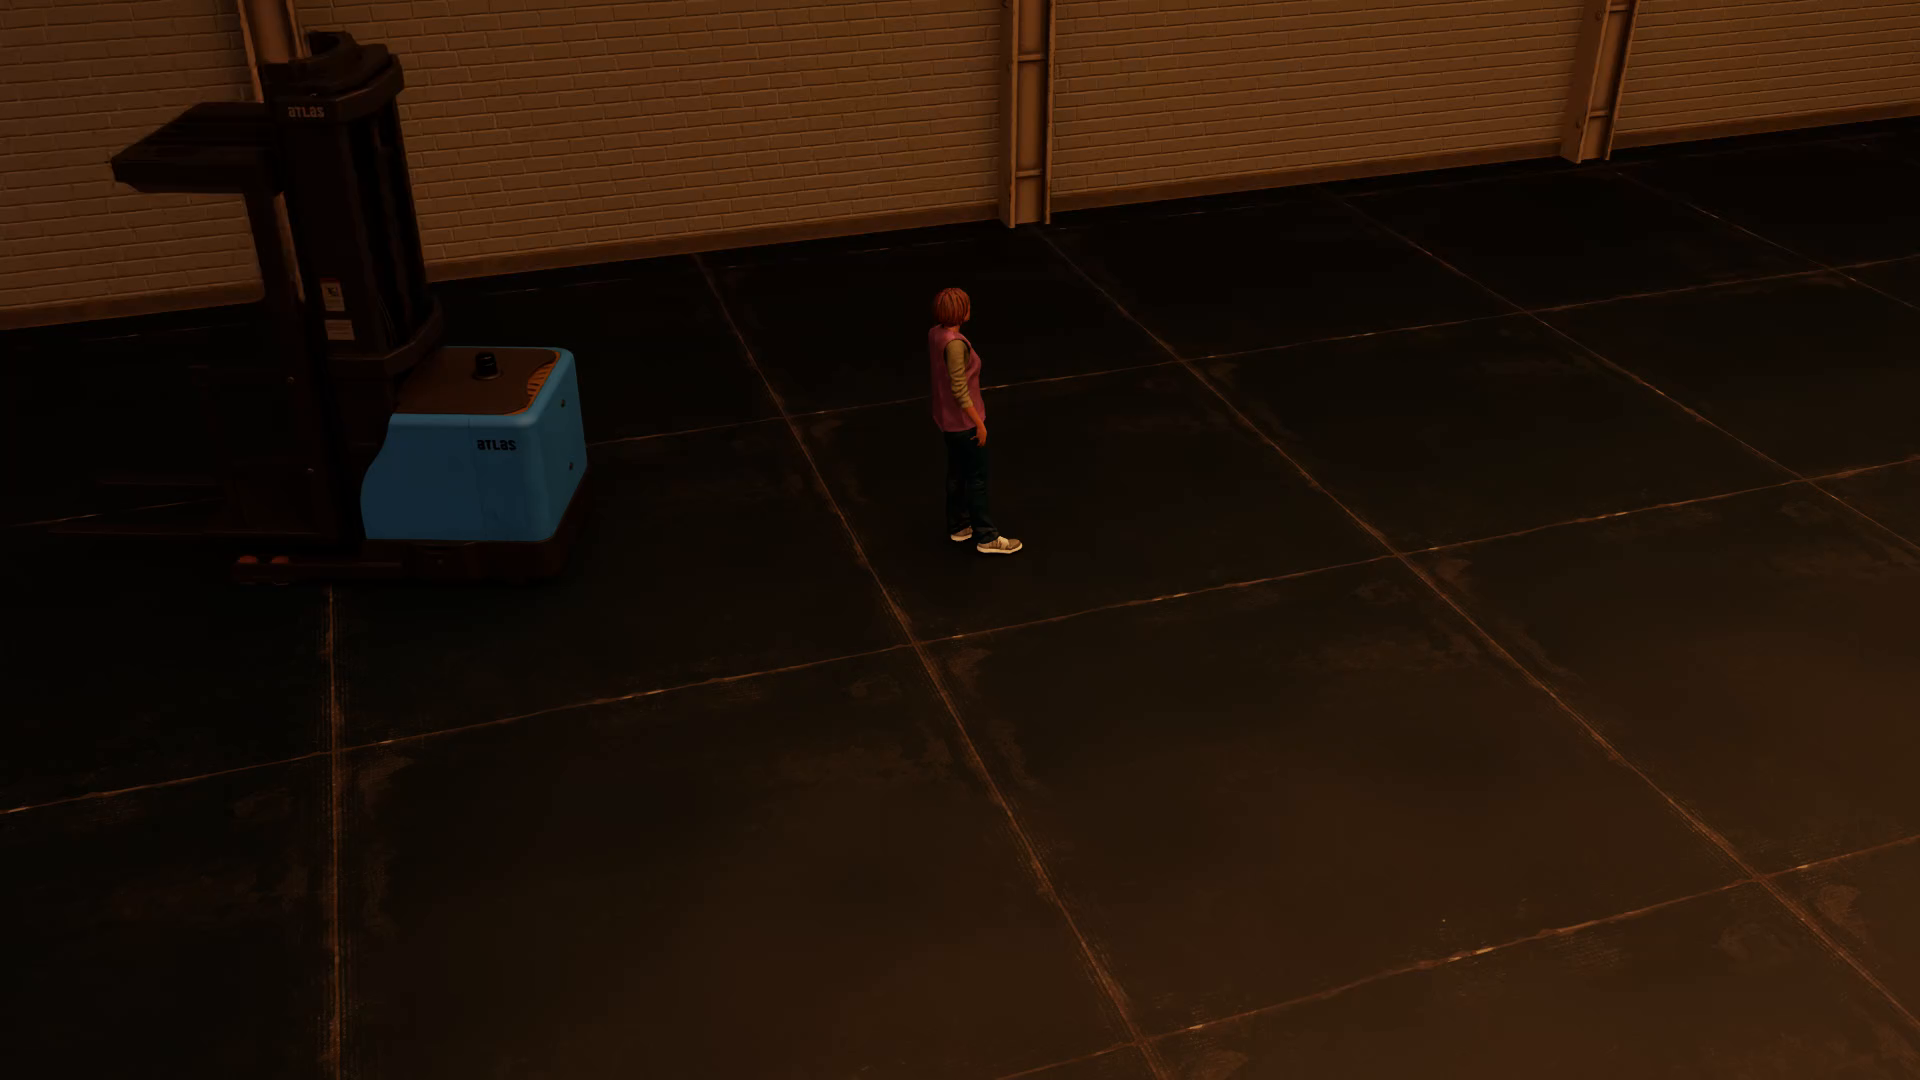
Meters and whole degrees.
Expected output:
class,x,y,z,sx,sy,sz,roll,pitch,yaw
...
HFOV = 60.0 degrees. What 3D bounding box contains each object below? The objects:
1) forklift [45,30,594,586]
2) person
class,x,y,z,sx,sy,sz,roll,pitch,yaw
forklift,-3.797,-1.269,9.293,3.031,2.935,1.130,1,30,2
person,0.075,-0.704,9.633,0.473,1.599,0.520,-10,31,-16
